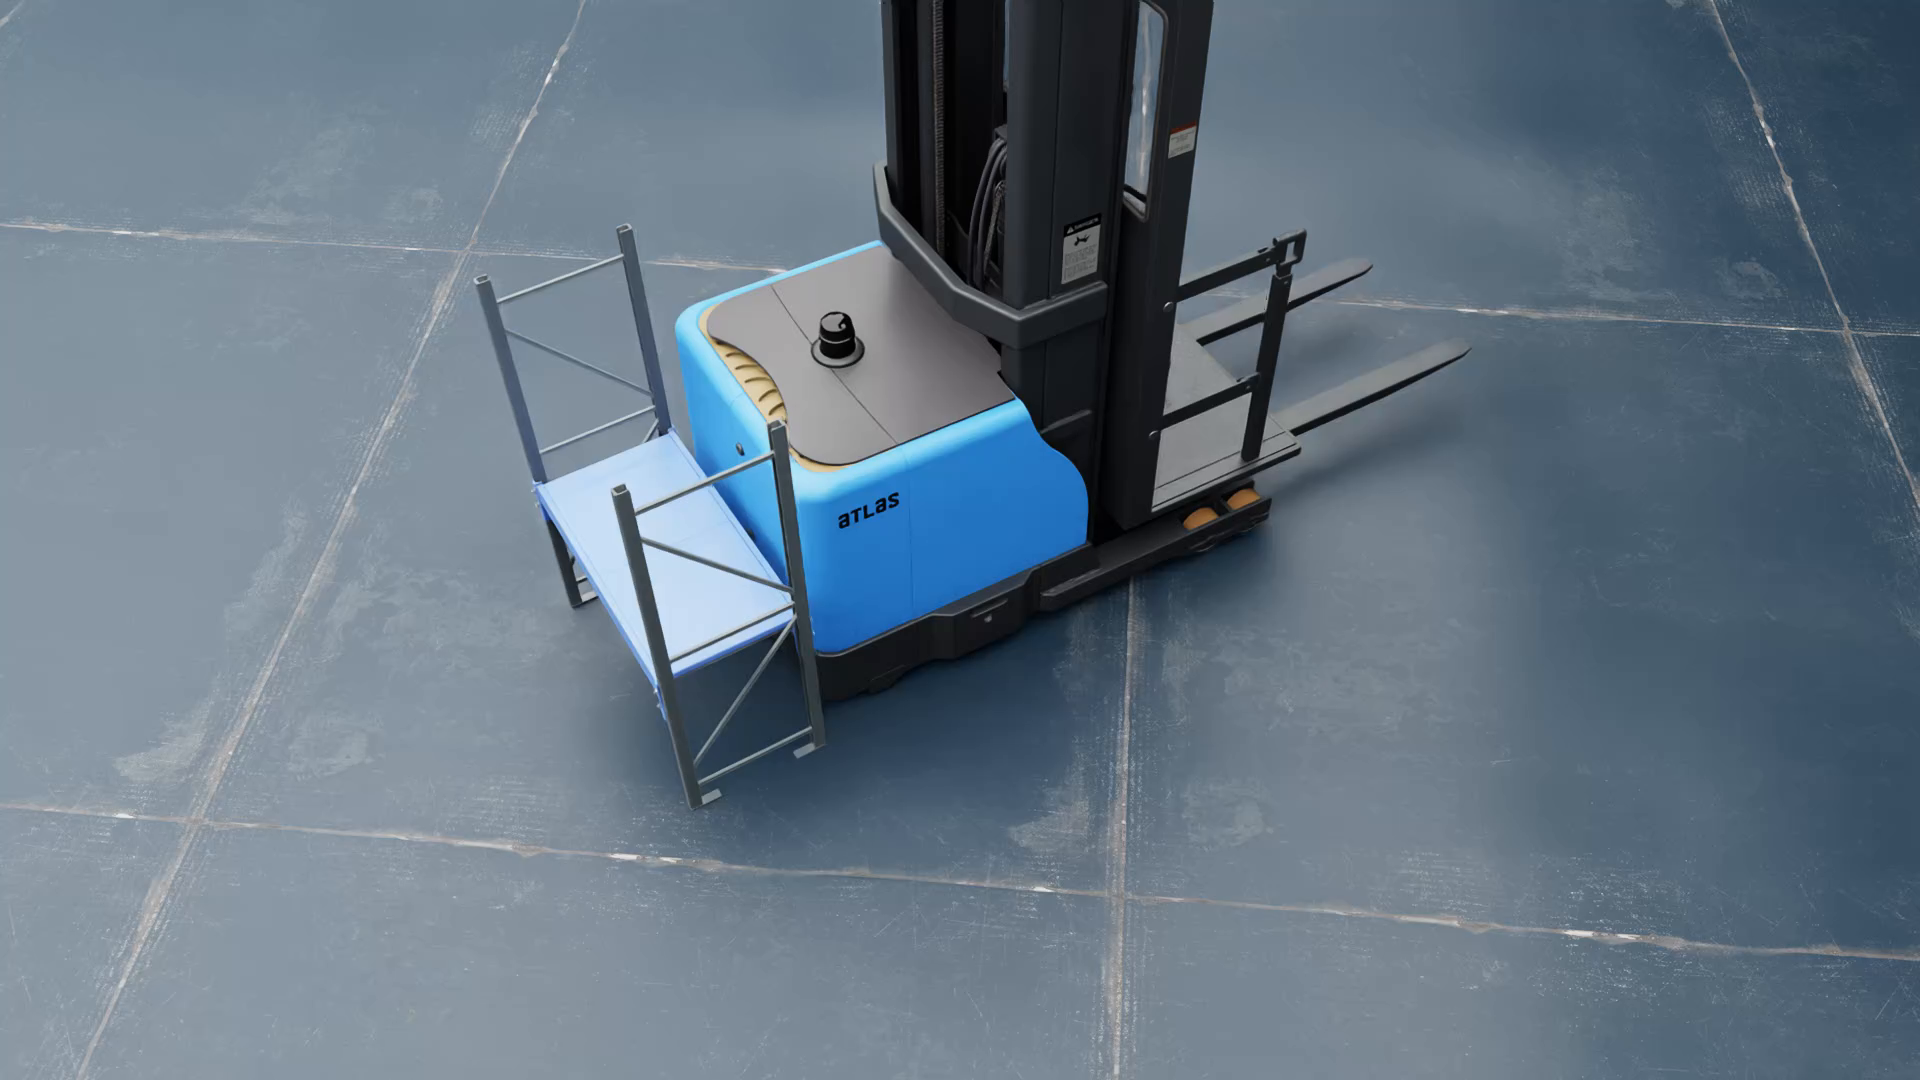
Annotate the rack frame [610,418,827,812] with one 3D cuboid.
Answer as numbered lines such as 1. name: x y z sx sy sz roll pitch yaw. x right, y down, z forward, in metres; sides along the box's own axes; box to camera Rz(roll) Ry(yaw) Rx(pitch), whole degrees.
1. rack frame: -0.682 0.279 4.973 0.500 1.500 0.032 -25 52 -20

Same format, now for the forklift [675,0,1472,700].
1. forklift: 0.575 -1.262 5.418 3.031 2.935 1.130 -23 52 -20

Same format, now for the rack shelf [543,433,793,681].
1. rack shelf: -0.945 0.046 5.364 0.459 0.062 0.952 -25 52 -20

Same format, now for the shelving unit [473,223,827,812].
1. shelving unit: -0.946 -0.042 5.266 0.500 1.500 1.048 -25 52 -20

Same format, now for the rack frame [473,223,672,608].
1. rack frame: -1.211 -0.362 5.559 0.500 1.500 0.032 -25 52 -20
